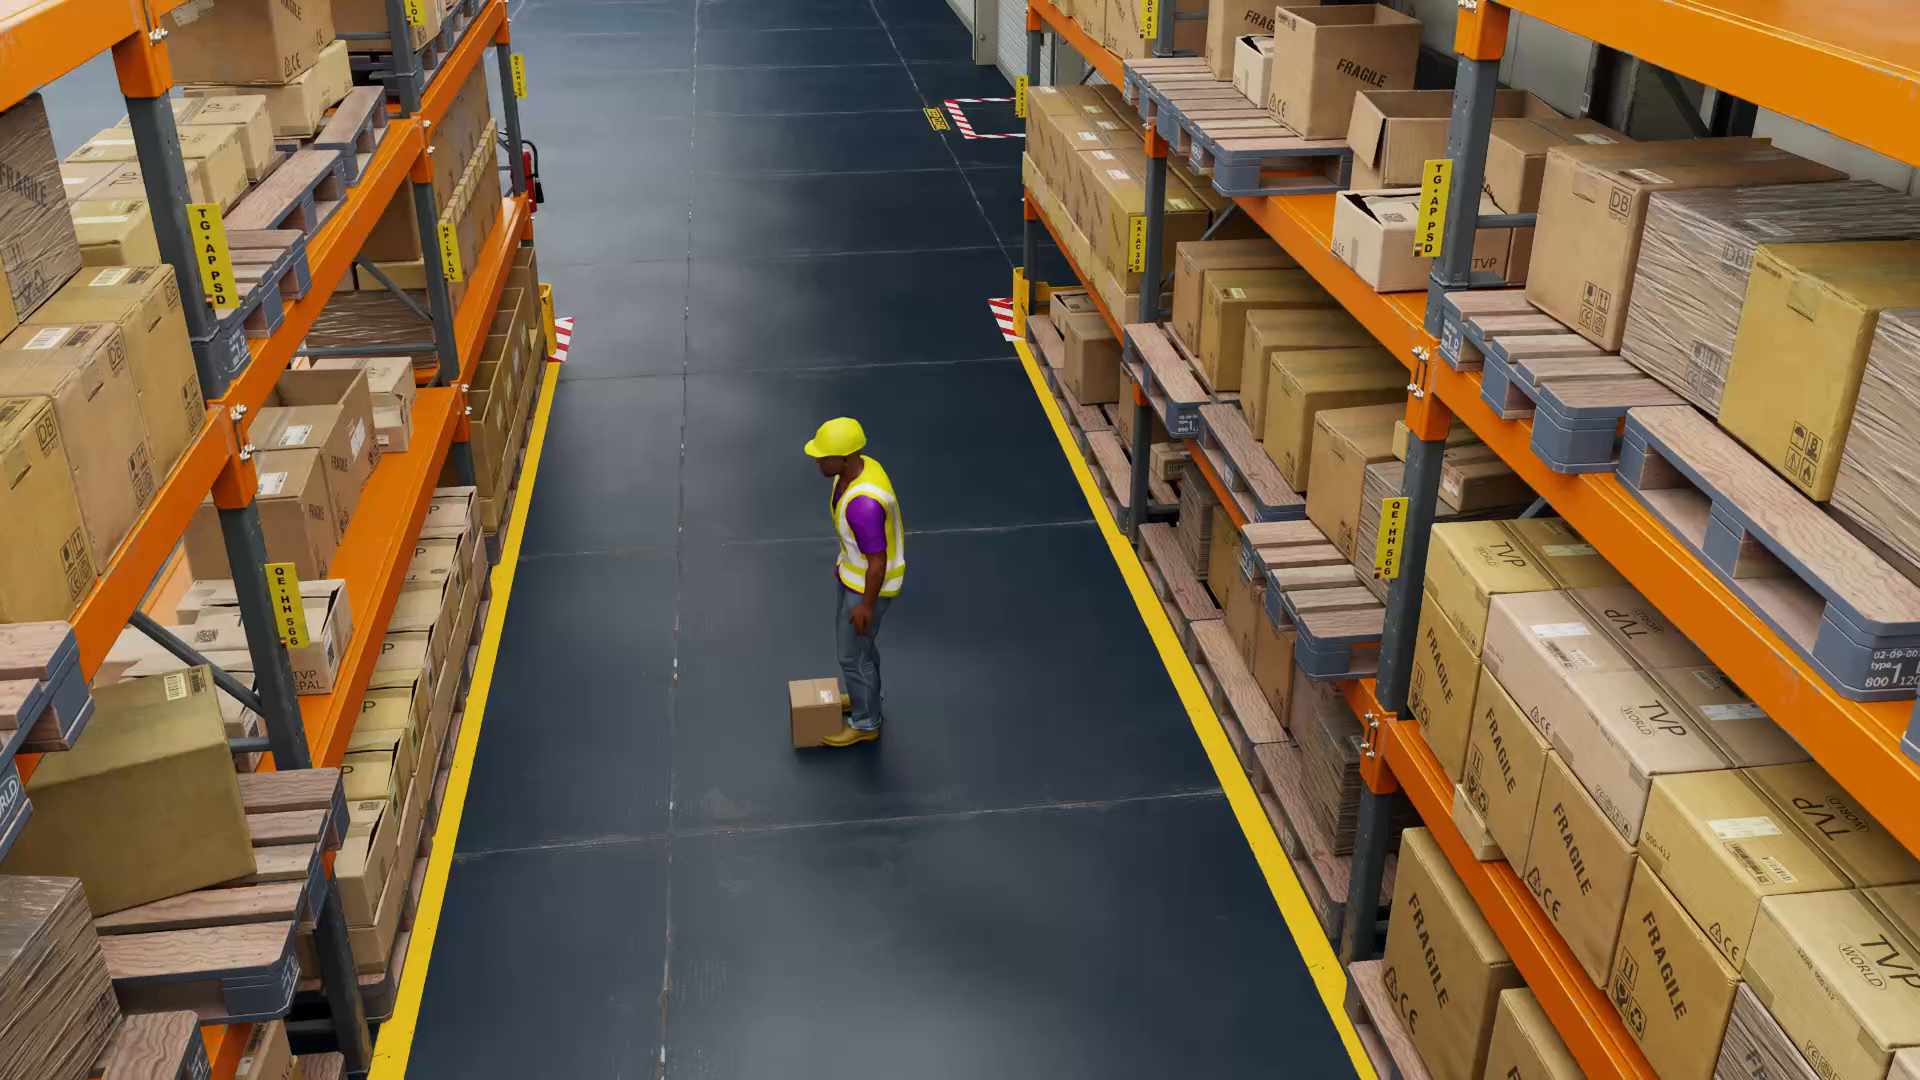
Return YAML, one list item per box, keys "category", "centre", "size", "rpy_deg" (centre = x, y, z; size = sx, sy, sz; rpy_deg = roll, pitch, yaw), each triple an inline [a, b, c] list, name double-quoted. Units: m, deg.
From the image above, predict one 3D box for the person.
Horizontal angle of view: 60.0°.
- category: "person"
  centre: [-0.509, 0.199, 8.213]
  size: [0.460, 1.755, 0.629]
  rpy_deg: [-5, 27, -10]
